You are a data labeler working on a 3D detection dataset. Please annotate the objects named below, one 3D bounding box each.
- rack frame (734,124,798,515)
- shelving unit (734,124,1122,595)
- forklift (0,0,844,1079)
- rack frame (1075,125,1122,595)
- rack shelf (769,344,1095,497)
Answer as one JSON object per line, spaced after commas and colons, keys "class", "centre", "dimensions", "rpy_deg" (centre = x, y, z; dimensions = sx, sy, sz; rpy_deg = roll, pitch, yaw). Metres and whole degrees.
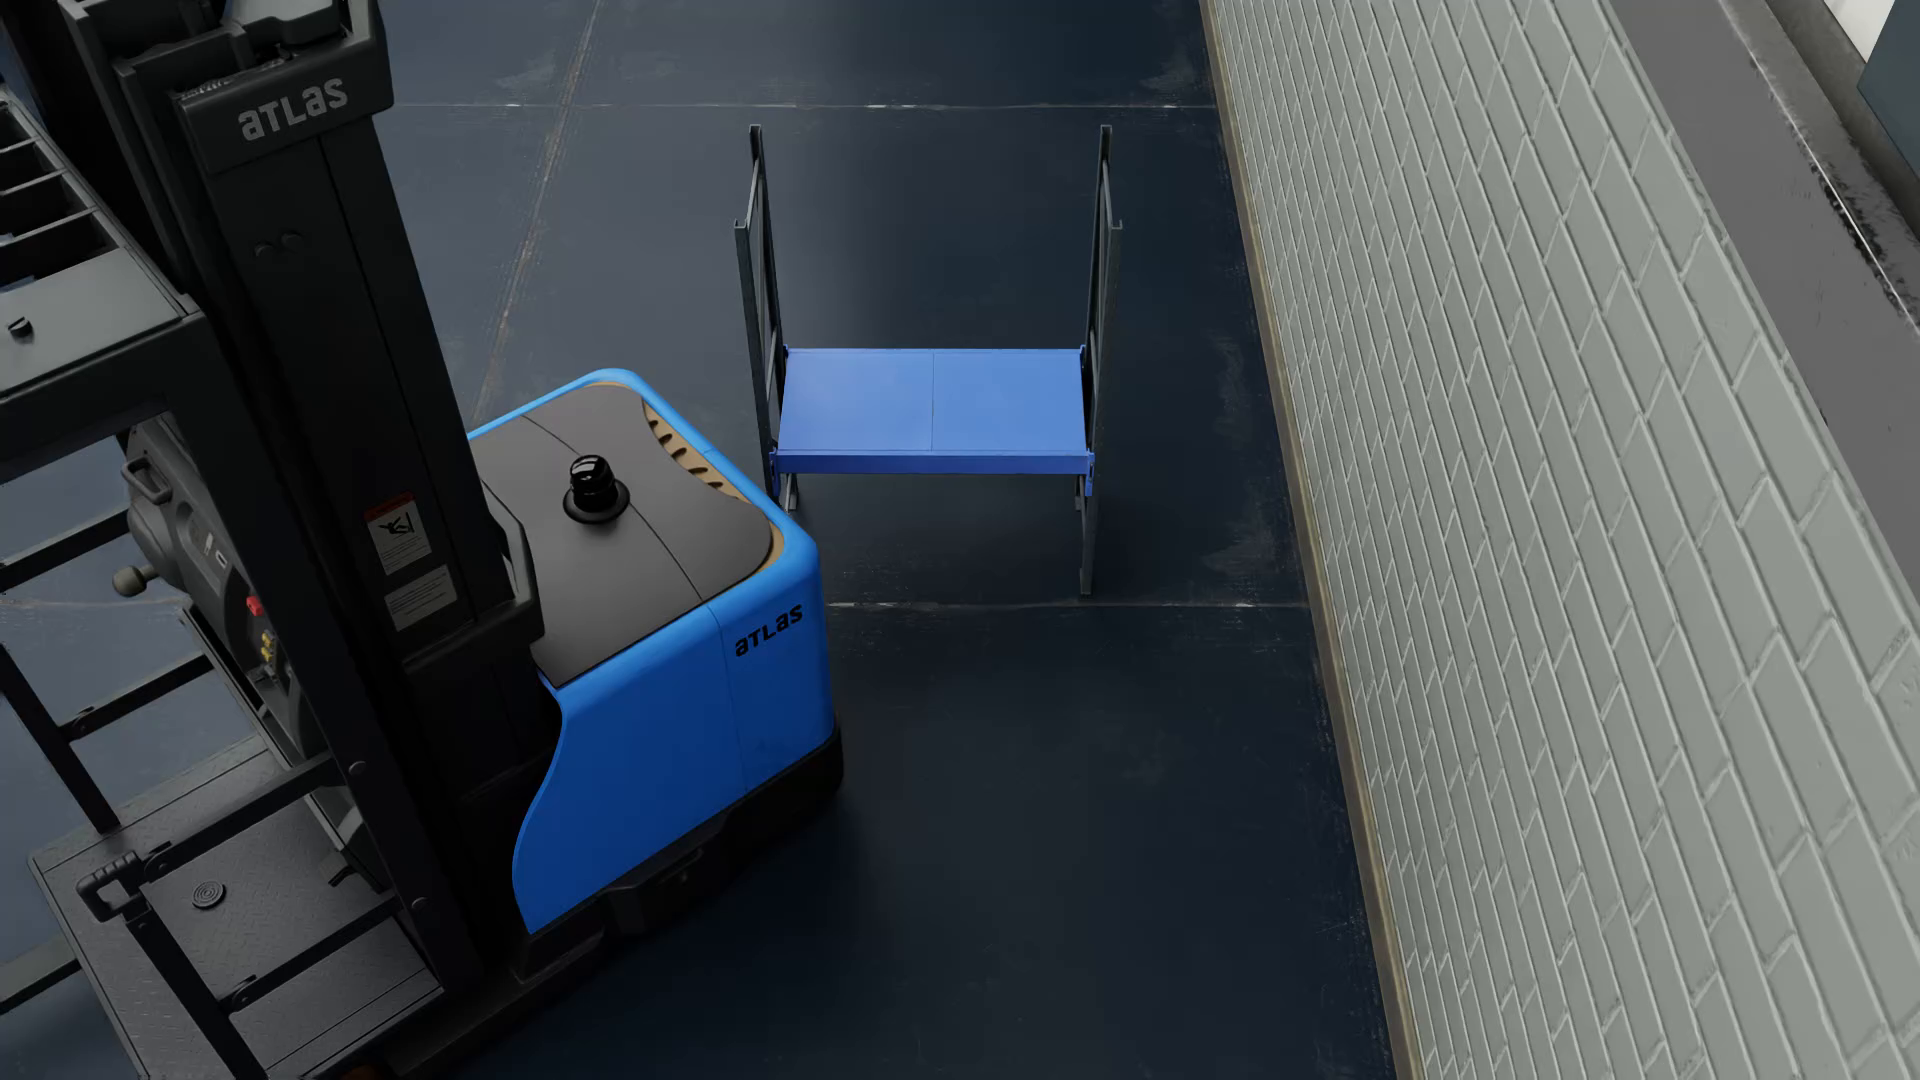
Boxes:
{"class": "rack frame", "centre": [-0.594, -0.513, 5.203], "dimensions": [0.032, 1.500, 0.500], "rpy_deg": [0, 47, 0]}
{"class": "shelving unit", "centre": [-0.085, -0.511, 5.201], "dimensions": [1.048, 1.500, 0.538], "rpy_deg": [0, 47, 0]}
{"class": "forklift", "centre": [-1.802, 0.177, 3.583], "dimensions": [3.031, 2.935, 1.130], "rpy_deg": [-32, 55, -26]}
{"class": "rack frame", "centre": [0.423, -0.510, 5.200], "dimensions": [0.032, 1.500, 0.500], "rpy_deg": [0, 47, 0]}
{"class": "rack shelf", "centre": [-0.085, -0.389, 5.333], "dimensions": [1.000, 0.185, 0.538], "rpy_deg": [0, 47, 0]}
